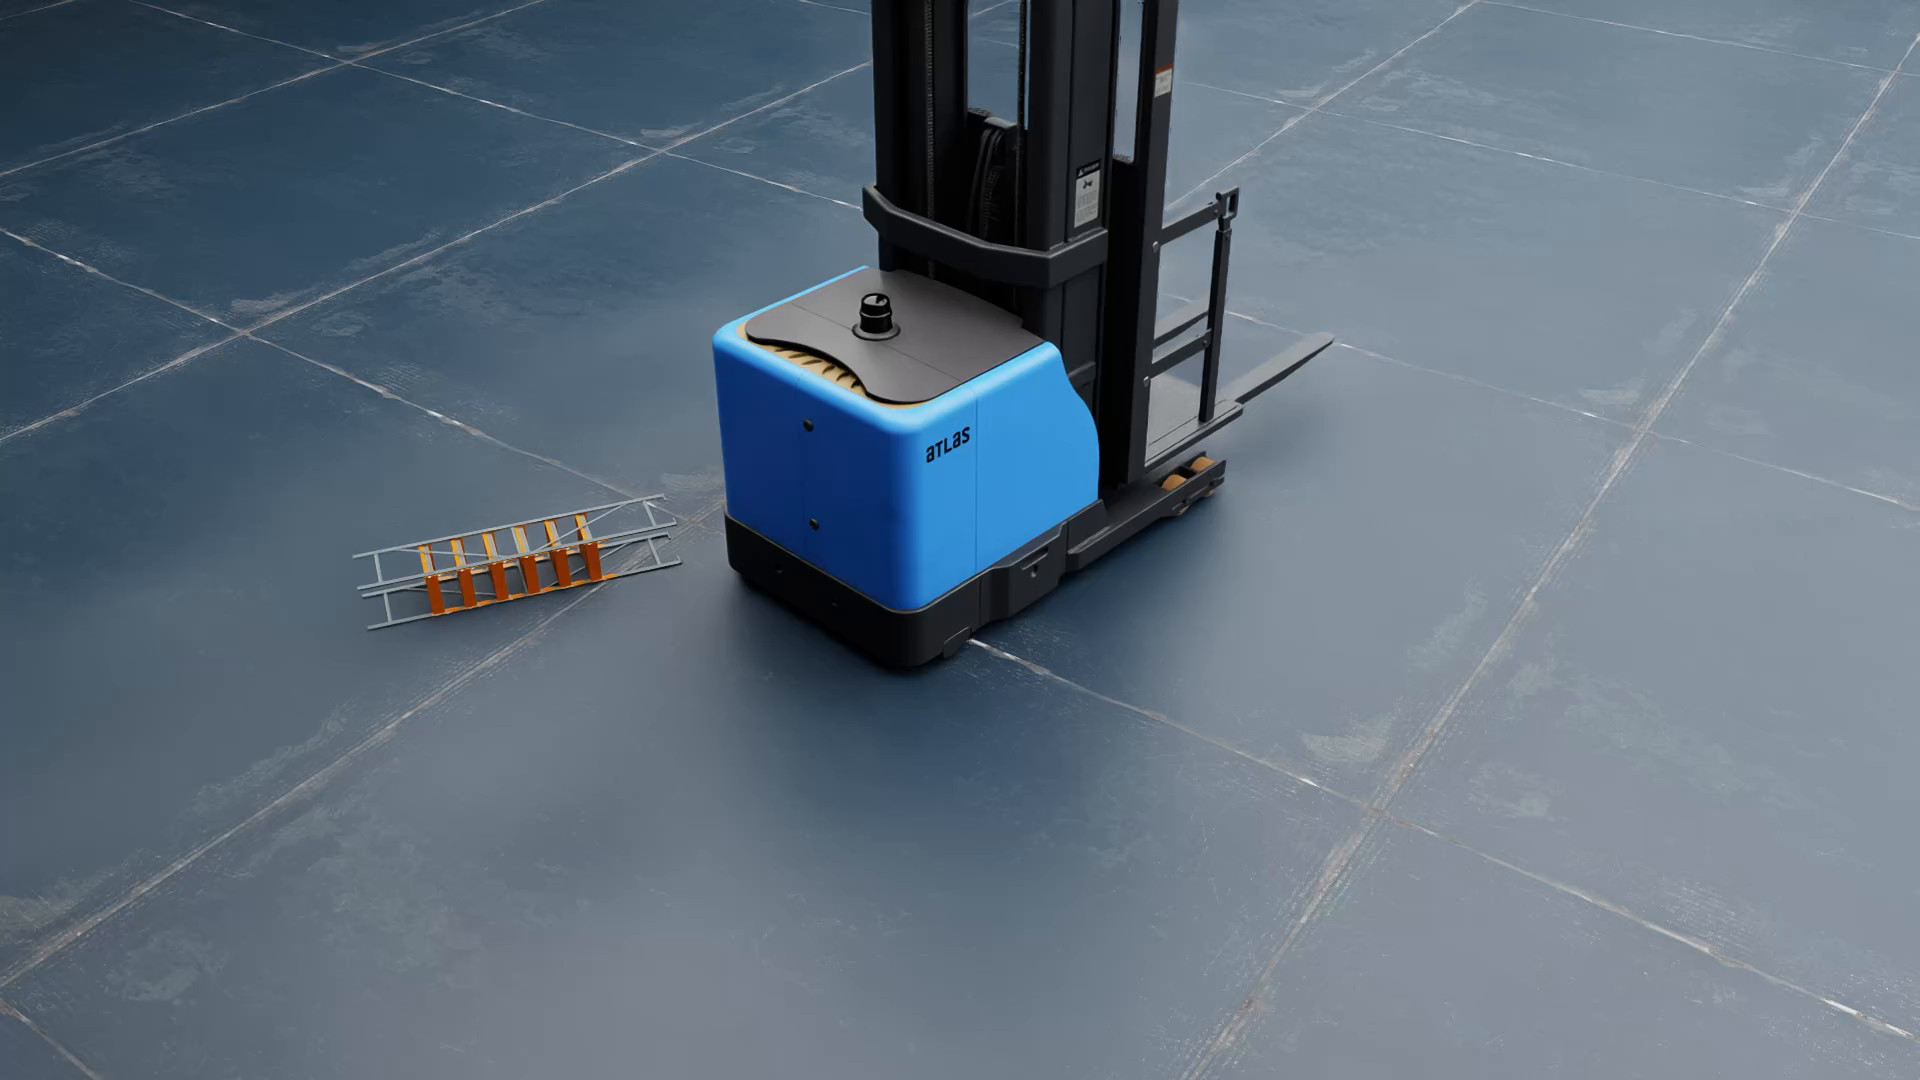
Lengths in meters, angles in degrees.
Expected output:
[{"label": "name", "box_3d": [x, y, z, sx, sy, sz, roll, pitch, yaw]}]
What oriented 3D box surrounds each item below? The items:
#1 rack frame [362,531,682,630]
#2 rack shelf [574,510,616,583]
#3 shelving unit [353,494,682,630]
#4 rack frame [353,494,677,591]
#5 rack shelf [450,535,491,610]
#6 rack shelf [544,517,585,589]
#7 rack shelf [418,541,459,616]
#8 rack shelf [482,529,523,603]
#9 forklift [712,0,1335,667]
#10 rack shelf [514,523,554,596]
[{"label": "rack frame", "box_3d": [-1.708, 0.152, 6.515, 1.200, 0.006, 0.240, -12, 36, -18]}, {"label": "rack shelf", "box_3d": [-1.443, 0.018, 6.550, 0.103, 0.180, 0.258, -12, 36, -18]}, {"label": "shelving unit", "box_3d": [-1.708, 0.077, 6.464, 1.200, 0.189, 0.258, -12, 36, -18]}, {"label": "rack frame", "box_3d": [-1.708, 0.001, 6.413, 1.200, 0.006, 0.240, -12, 36, -18]}, {"label": "rack shelf", "box_3d": [-1.890, 0.117, 6.405, 0.103, 0.180, 0.258, -12, 36, -18]}, {"label": "rack shelf", "box_3d": [-1.555, 0.043, 6.514, 0.103, 0.180, 0.258, -12, 36, -18]}, {"label": "rack shelf", "box_3d": [-2.001, 0.141, 6.368, 0.103, 0.180, 0.258, -12, 36, -18]}, {"label": "rack shelf", "box_3d": [-1.778, 0.092, 6.441, 0.103, 0.180, 0.258, -12, 36, -18]}, {"label": "forklift", "box_3d": [0.471, -1.493, 6.342, 1.130, 2.935, 3.031, 28, 43, 35]}, {"label": "rack shelf", "box_3d": [-1.666, 0.067, 6.477, 0.103, 0.180, 0.258, -12, 36, -18]}]
